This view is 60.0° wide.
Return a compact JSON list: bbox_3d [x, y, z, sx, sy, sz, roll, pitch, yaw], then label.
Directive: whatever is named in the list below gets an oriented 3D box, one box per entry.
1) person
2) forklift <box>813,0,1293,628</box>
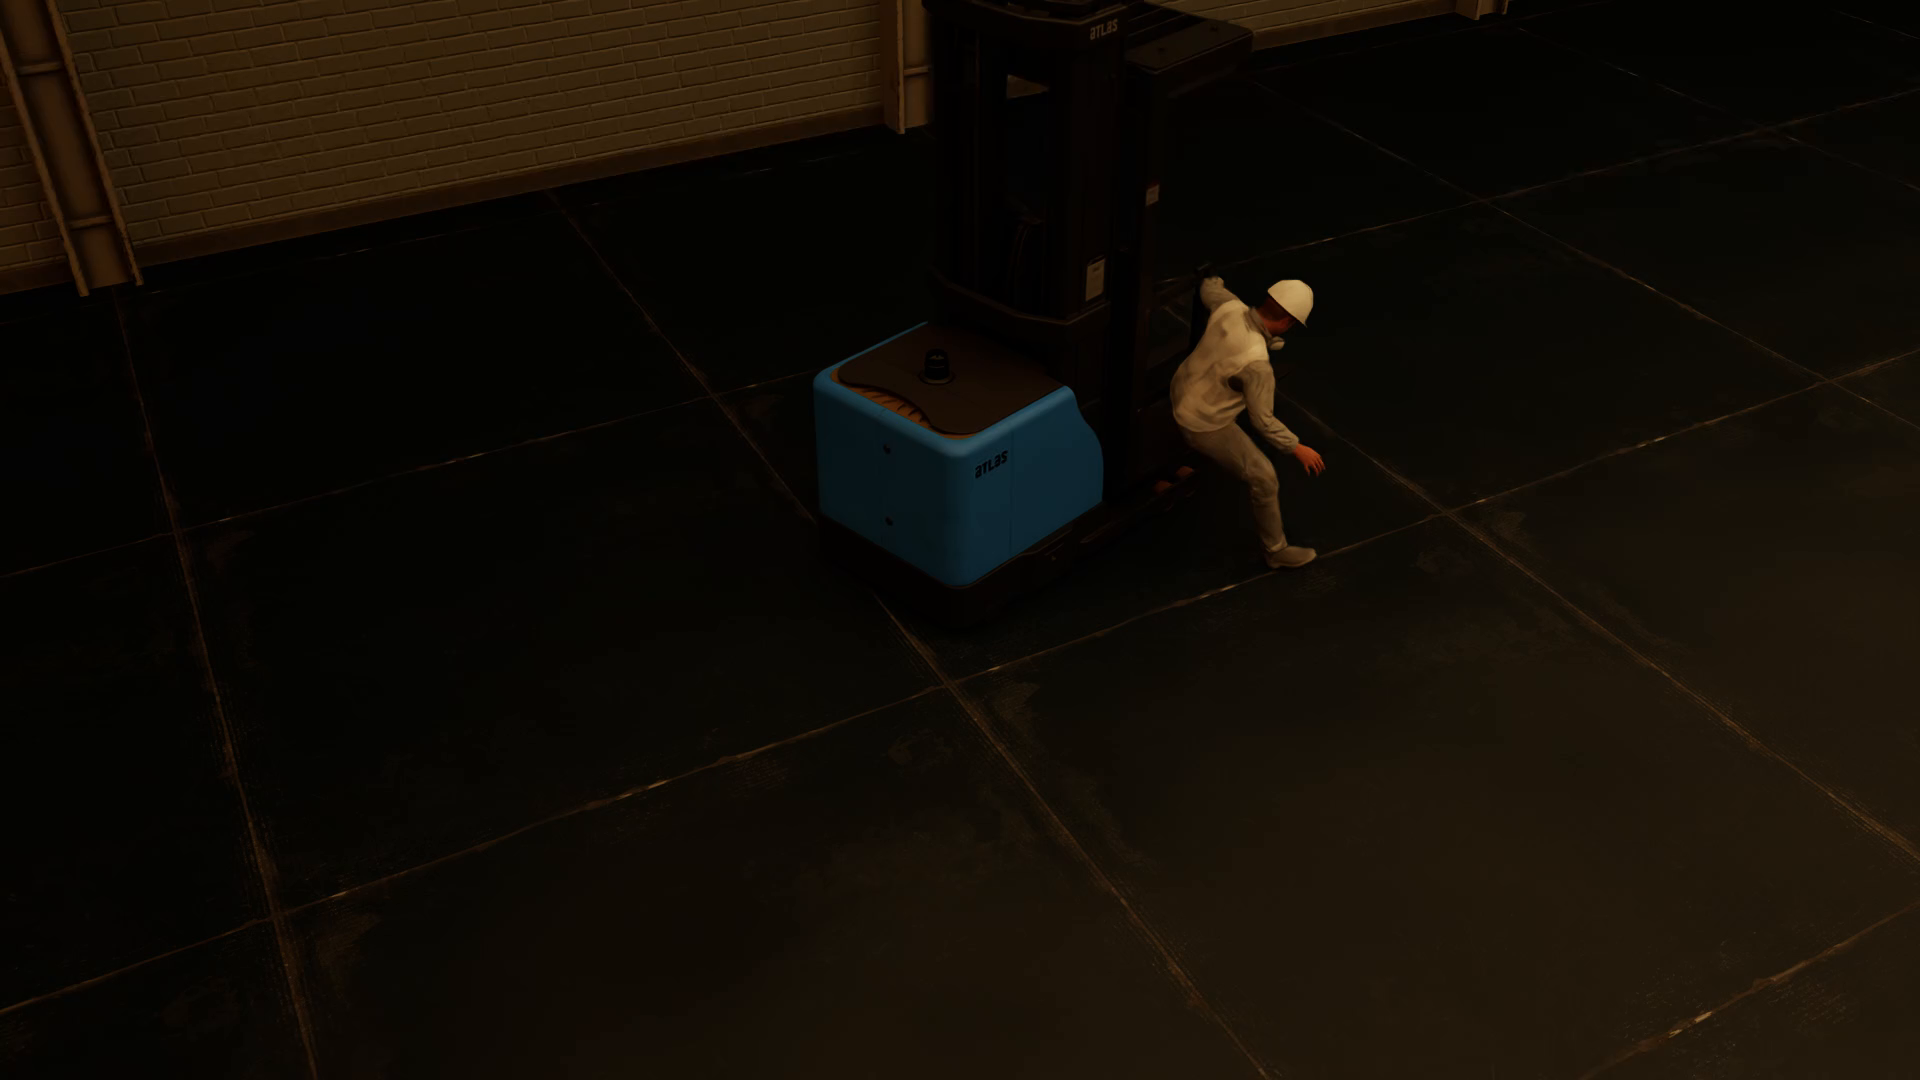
[{"bbox_3d":[1.392,-0.716,8.428,0.743,1.479,1.210,-1,35,-2],"label":"person"},{"bbox_3d":[0.662,-1.530,8.288,1.130,2.935,3.031,29,44,34],"label":"forklift"}]
